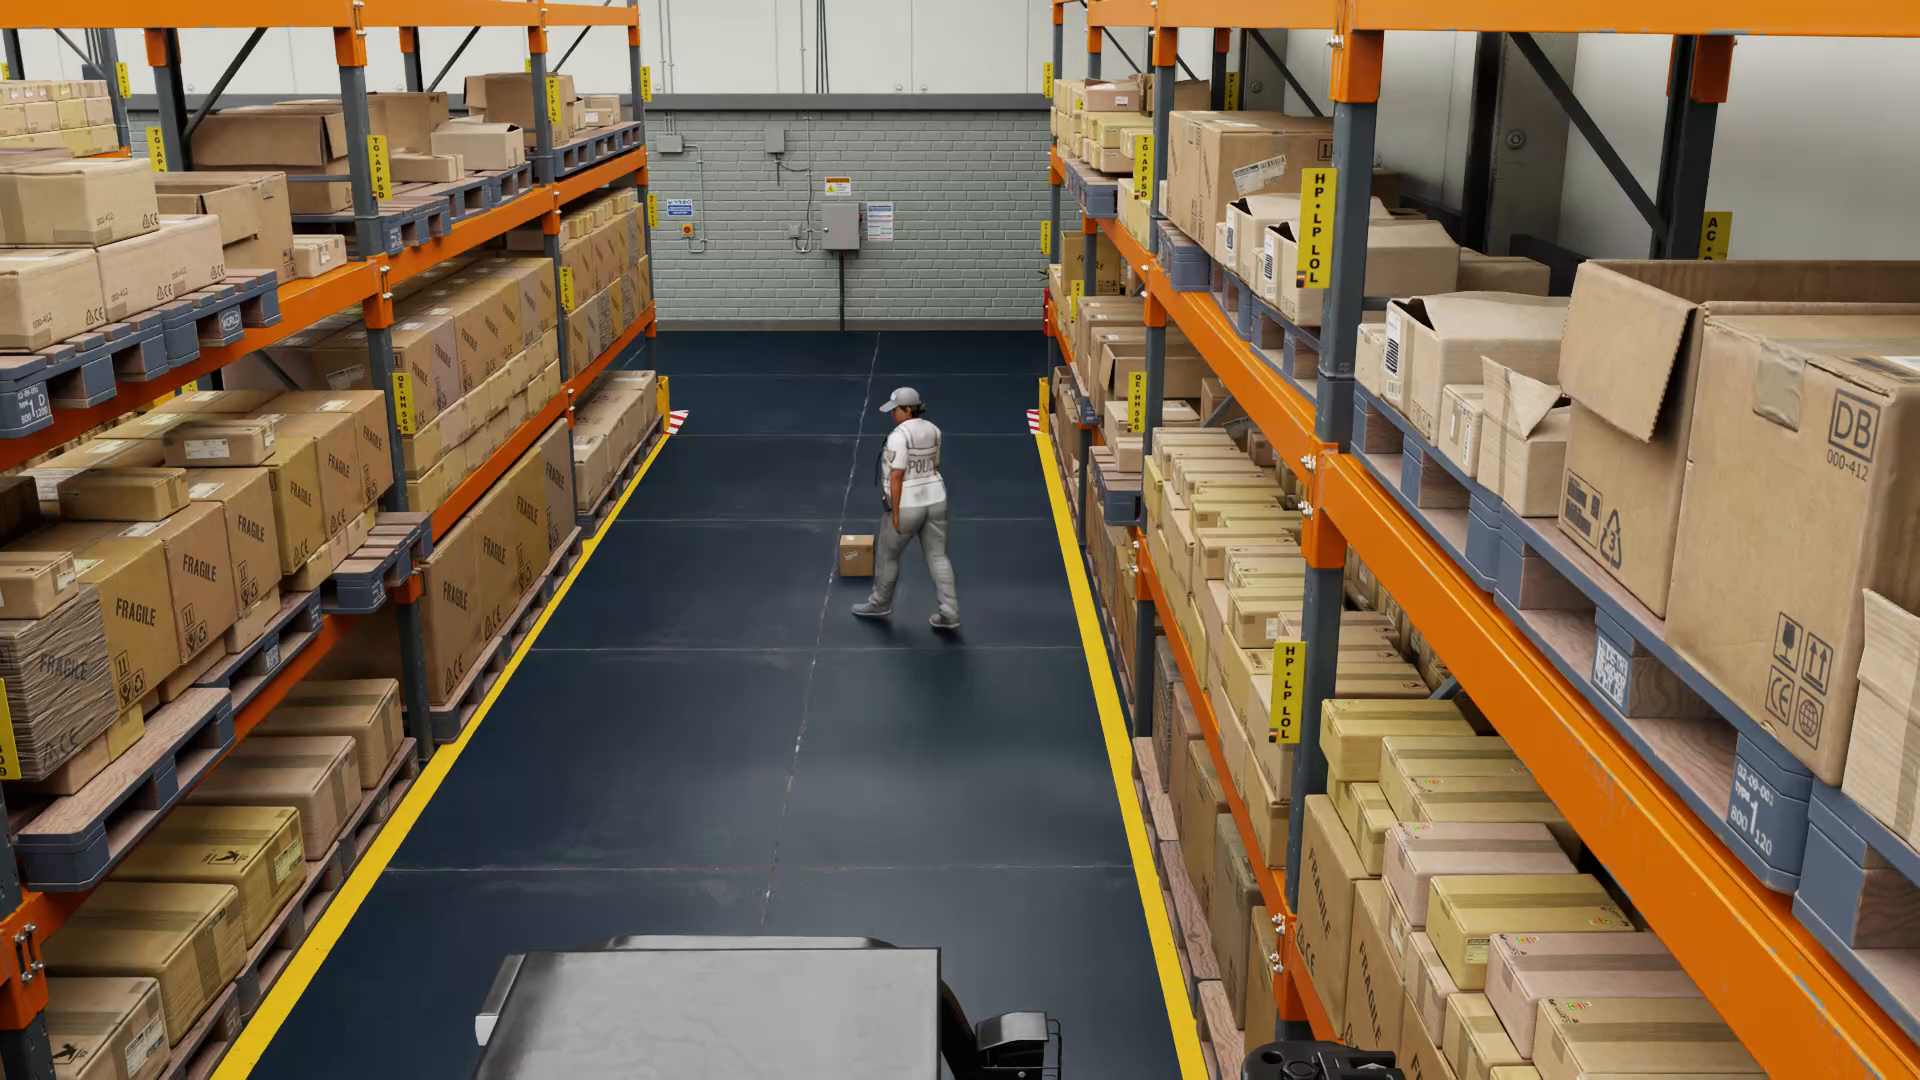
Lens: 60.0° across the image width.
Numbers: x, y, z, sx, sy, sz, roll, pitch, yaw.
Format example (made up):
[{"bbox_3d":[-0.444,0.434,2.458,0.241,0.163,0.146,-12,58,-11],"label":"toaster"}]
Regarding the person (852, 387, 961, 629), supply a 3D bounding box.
[{"bbox_3d":[-0.324,-0.224,11.240,0.490,1.629,0.854,-14,22,-38],"label":"person"}]
